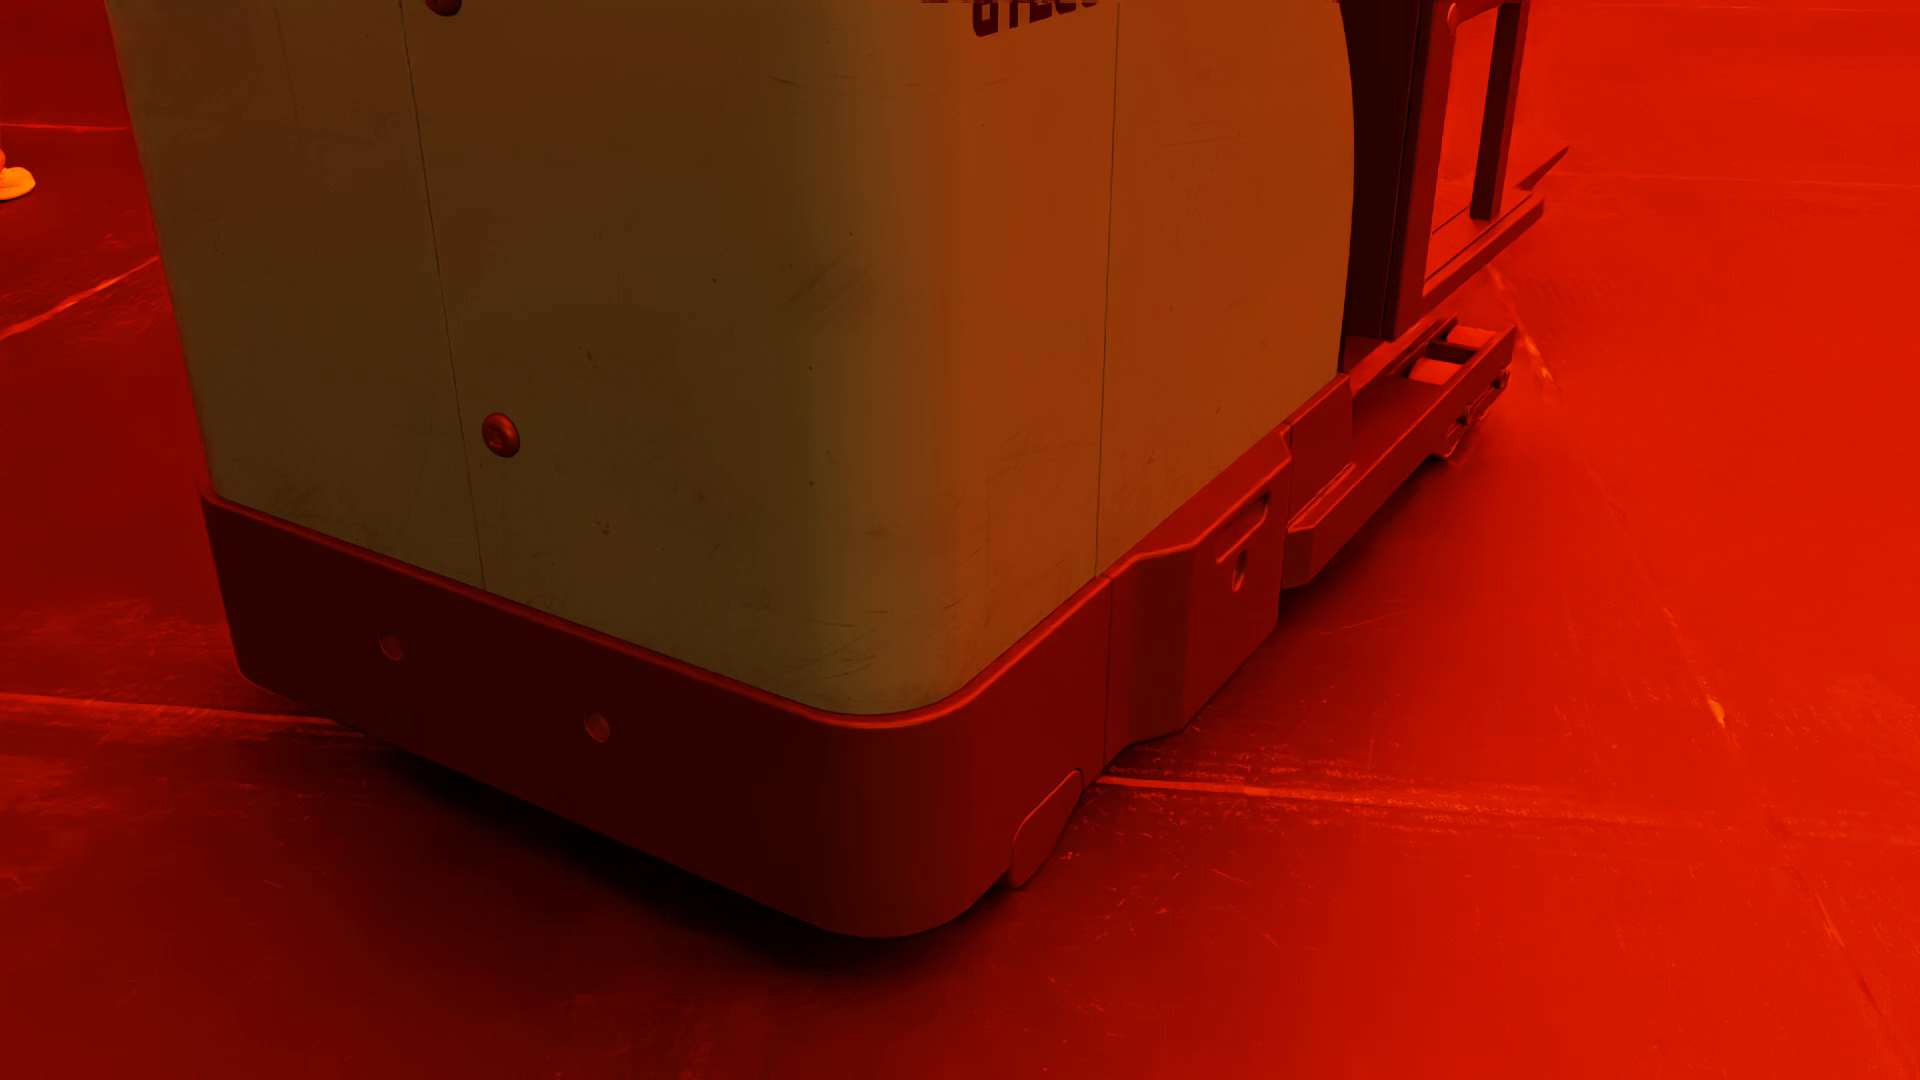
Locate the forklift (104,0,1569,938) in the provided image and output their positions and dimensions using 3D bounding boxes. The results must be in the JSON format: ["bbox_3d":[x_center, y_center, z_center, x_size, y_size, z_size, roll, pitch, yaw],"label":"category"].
[{"bbox_3d":[0.317,-1.547,2.317,1.130,2.935,3.031,16,31,28],"label":"forklift"}]

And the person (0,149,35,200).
[{"bbox_3d":[-2.561,-1.548,3.840,0.673,1.621,0.534,8,28,16],"label":"person"}]
